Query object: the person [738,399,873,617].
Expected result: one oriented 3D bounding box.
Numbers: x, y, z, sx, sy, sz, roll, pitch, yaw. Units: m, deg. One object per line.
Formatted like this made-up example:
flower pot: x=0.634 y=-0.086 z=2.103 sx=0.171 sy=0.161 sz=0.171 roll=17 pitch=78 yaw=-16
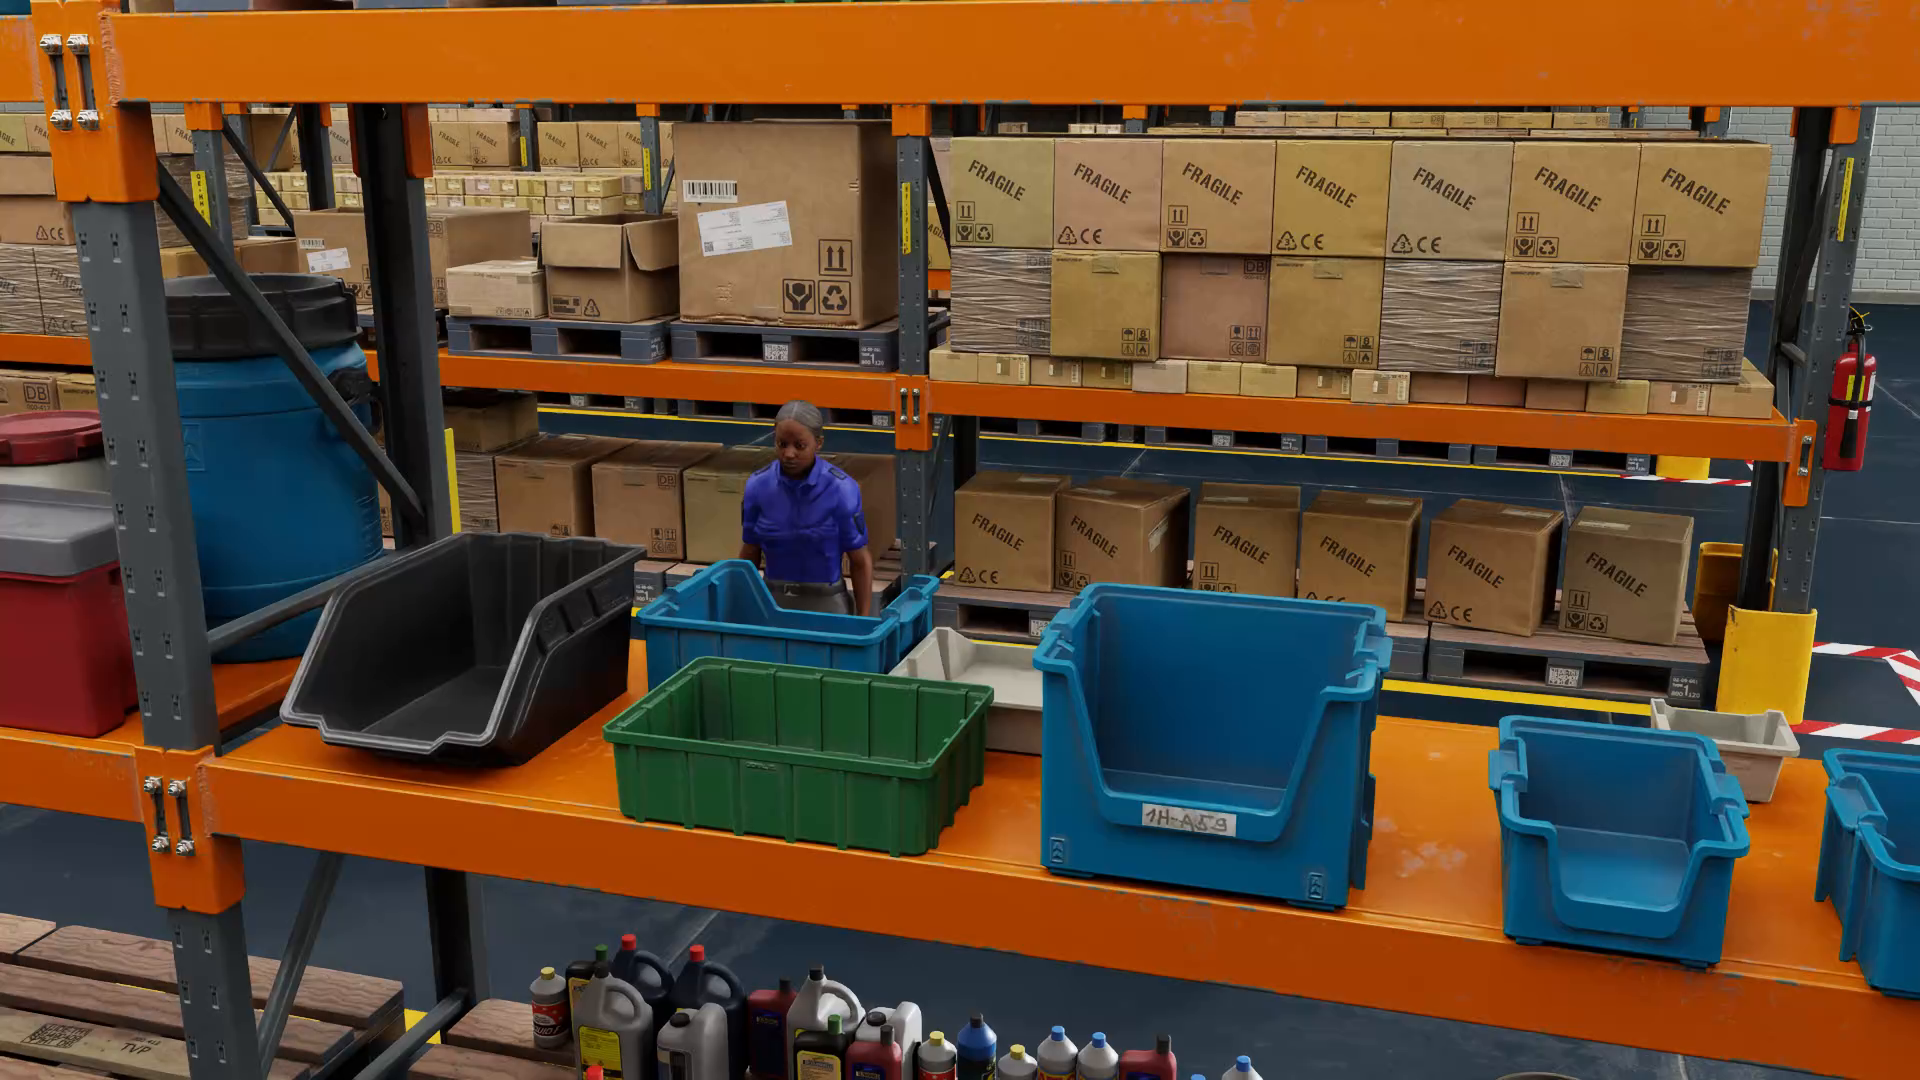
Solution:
person: x=-0.579 y=0.309 z=5.888 sx=0.531 sy=1.654 sz=0.403 roll=3 pitch=16 yaw=13
